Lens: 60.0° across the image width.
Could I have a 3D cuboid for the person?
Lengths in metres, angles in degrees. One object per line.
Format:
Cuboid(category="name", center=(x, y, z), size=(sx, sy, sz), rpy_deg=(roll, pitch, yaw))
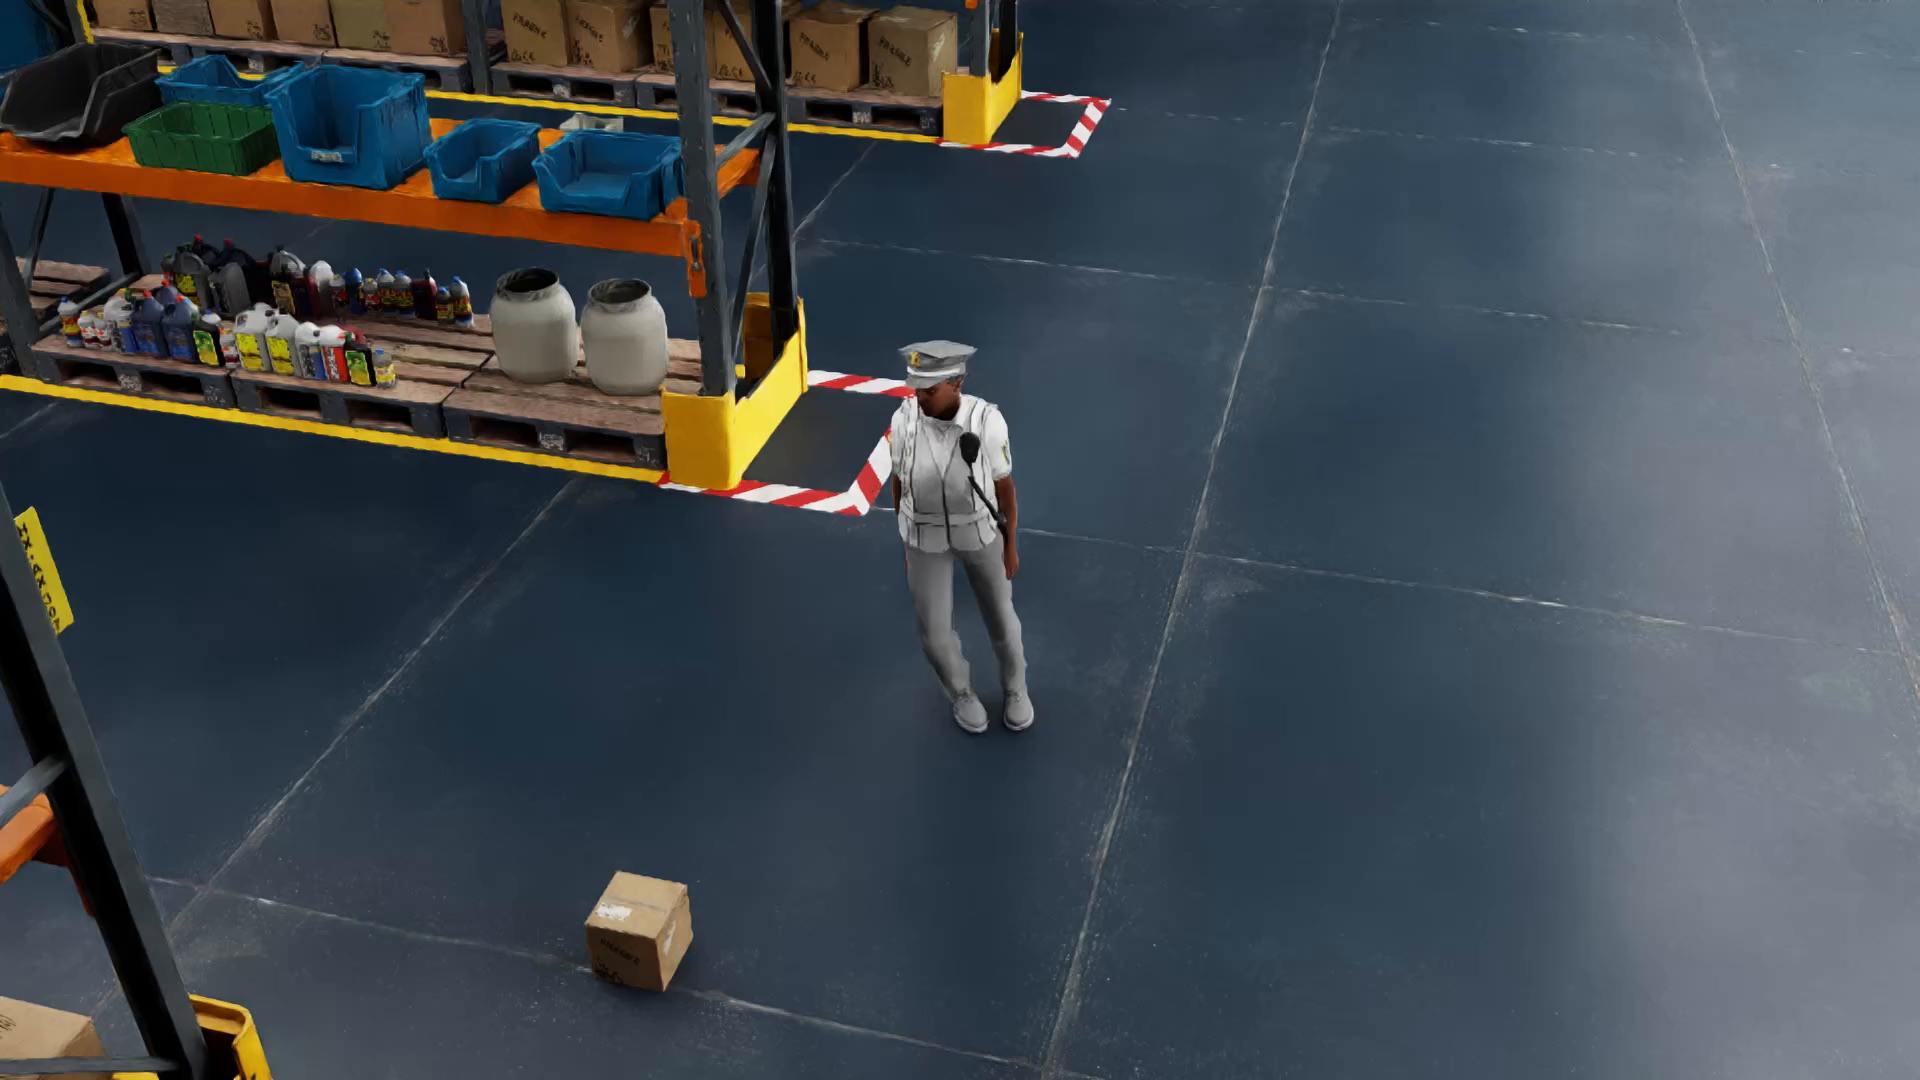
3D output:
Cuboid(category="person", center=(0.018, -0.001, 6.124), size=(0.551, 1.649, 0.383), rpy_deg=(2, 33, 3))
